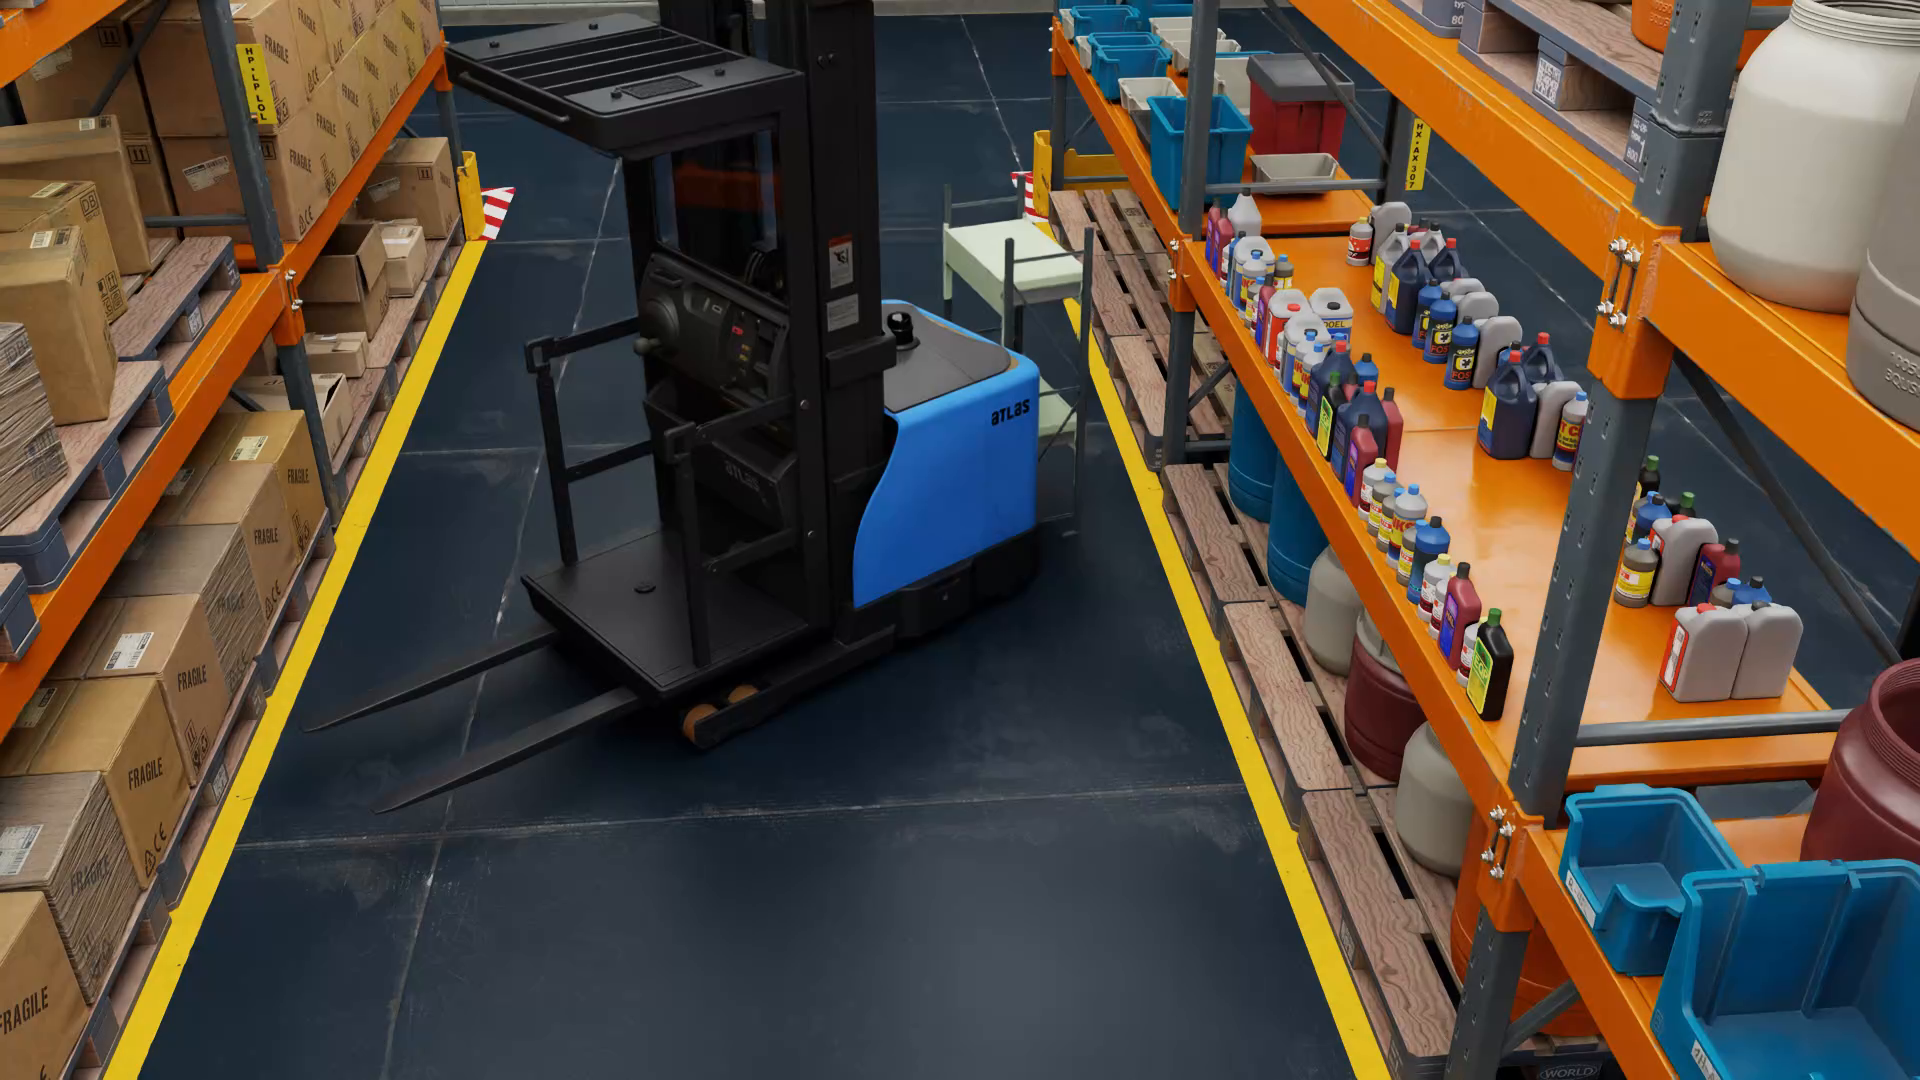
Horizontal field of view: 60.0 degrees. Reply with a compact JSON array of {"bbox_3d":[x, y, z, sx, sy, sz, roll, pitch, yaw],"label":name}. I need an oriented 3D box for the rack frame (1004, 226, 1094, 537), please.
[{"bbox_3d":[0.377,-0.644,7.365,0.400,1.500,0.023,-11,33,-18],"label":"rack frame"}]

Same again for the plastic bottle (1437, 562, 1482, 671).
[{"bbox_3d":[1.383,0.208,4.590,0.061,0.283,0.133,-3,31,-5],"label":"plastic bottle"}]

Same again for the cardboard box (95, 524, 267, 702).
[{"bbox_3d":[-3.023,0.287,6.354,0.500,0.500,0.500,-2,31,-4],"label":"cardboard box"}]

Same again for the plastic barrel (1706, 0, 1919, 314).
[{"bbox_3d":[1.591,-0.700,2.963,0.421,0.512,0.421,0,31,0],"label":"plastic barrel"}]

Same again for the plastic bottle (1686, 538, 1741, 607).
[{"bbox_3d":[2.163,0.106,4.761,0.061,0.283,0.133,-3,31,-5],"label":"plastic bottle"}]

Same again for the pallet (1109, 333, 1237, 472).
[{"bbox_3d":[1.386,-0.756,8.811,1.003,0.211,1.213,-3,31,-5],"label":"pallet"}]

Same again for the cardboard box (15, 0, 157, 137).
[{"bbox_3d":[-3.744,-2.063,7.205,0.500,0.500,0.500,-3,31,-4],"label":"cardboard box"}]

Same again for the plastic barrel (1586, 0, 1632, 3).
[{"bbox_3d":[1.621,-1.487,4.114,0.301,0.262,0.301,0,31,0],"label":"plastic barrel"}]

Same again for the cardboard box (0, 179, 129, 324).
[{"bbox_3d":[-3.490,-0.967,5.937,0.700,0.500,0.500,2,31,3],"label":"cardboard box"}]

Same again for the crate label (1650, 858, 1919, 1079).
[{"bbox_3d":[1.691,0.967,3.171,0.502,0.435,0.616,-3,31,-5],"label":"crate label"}]

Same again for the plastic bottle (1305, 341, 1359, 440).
[{"bbox_3d":[1.295,-0.532,5.764,0.144,0.351,0.185,-3,31,-5],"label":"plastic bottle"}]

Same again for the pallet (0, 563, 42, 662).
[{"bbox_3d":[-3.198,0.437,4.280,1.213,0.211,1.003,-3,31,-5],"label":"pallet"}]

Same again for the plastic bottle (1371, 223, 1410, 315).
[{"bbox_3d":[1.762,-1.098,6.712,0.144,0.351,0.185,-3,31,-5],"label":"plastic bottle"}]

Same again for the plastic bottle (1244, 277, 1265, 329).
[{"bbox_3d":[1.184,-0.943,6.598,0.097,0.201,0.097,0,31,0],"label":"plastic bottle"}]

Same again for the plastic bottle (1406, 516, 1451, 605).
[{"bbox_3d":[1.372,0.054,4.859,0.097,0.271,0.097,0,31,0],"label":"plastic bottle"}]

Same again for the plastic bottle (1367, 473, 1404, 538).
[{"bbox_3d":[1.336,-0.114,5.210,0.097,0.201,0.097,0,31,0],"label":"plastic bottle"}]

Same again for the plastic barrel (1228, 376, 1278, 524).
[{"bbox_3d":[1.527,-0.581,7.434,0.600,0.901,0.708,-3,31,-5],"label":"plastic barrel"}]

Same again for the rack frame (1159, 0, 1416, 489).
[{"bbox_3d":[1.494,-1.580,7.470,1.000,3.000,0.127,-3,31,-5],"label":"rack frame"}]

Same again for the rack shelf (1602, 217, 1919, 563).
[{"bbox_3d":[2.054,0.504,1.757,1.077,0.370,4.000,-3,31,-5],"label":"rack shelf"}]

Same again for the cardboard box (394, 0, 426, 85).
[{"bbox_3d":[-3.447,-2.949,9.665,0.500,0.500,0.500,-2,31,-4],"label":"cardboard box"}]

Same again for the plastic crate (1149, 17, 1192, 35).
[{"bbox_3d":[1.376,-3.127,10.259,0.396,0.136,0.243,-3,31,-5],"label":"plastic crate"}]

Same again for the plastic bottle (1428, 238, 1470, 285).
[{"bbox_3d":[1.922,-1.011,6.565,0.144,0.351,0.185,-3,31,-5],"label":"plastic bottle"}]

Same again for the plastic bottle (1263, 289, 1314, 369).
[{"bbox_3d":[1.244,-0.800,6.284,0.152,0.276,0.135,-3,31,-5],"label":"plastic bottle"}]

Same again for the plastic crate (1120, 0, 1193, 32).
[{"bbox_3d":[1.337,-3.501,10.594,0.616,0.435,0.499,-3,31,-5],"label":"plastic crate"}]

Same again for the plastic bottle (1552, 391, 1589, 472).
[{"bbox_3d":[2.057,-0.369,5.568,0.097,0.271,0.097,0,31,0],"label":"plastic bottle"}]

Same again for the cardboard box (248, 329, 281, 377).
[{"bbox_3d":[-3.844,-1.039,8.758,0.500,0.311,0.500,-3,31,-5],"label":"cardboard box"}]

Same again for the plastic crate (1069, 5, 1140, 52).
[{"bbox_3d":[0.877,-3.098,10.117,0.416,0.233,0.300,-3,31,-5],"label":"plastic crate"}]

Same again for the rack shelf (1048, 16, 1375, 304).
[{"bbox_3d":[1.307,-2.292,9.364,1.077,0.370,4.000,-3,31,-5],"label":"rack shelf"}]

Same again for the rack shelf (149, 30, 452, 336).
[{"bbox_3d":[-3.625,-2.057,8.970,1.077,0.370,4.000,-3,31,-5],"label":"rack shelf"}]

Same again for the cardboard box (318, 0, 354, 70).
[{"bbox_3d":[-3.299,-2.597,8.100,0.500,0.500,0.500,-4,31,-6],"label":"cardboard box"}]

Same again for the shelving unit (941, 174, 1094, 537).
[{"bbox_3d":[0.244,-0.819,7.658,0.431,1.500,0.755,-11,33,-18],"label":"shelving unit"}]

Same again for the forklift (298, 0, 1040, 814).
[{"bbox_3d":[-1.095,-0.761,6.166,3.031,2.935,1.130,-24,38,-34],"label":"forklift"}]

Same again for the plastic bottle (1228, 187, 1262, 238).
[{"bbox_3d":[1.207,-1.343,7.121,0.144,0.351,0.185,-3,31,-5],"label":"plastic bottle"}]

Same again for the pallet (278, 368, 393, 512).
[{"bbox_3d":[-3.502,-0.498,8.378,1.003,0.211,1.213,-3,31,-5],"label":"pallet"}]

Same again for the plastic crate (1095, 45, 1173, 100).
[{"bbox_3d":[0.966,-2.609,9.297,0.416,0.233,0.300,-3,31,-5],"label":"plastic crate"}]

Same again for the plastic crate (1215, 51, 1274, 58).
[{"bbox_3d":[1.567,-2.540,9.182,0.416,0.233,0.300,-3,31,-5],"label":"plastic crate"}]

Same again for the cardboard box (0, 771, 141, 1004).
[{"bbox_3d":[-2.877,1.069,5.044,0.500,0.500,0.500,-4,31,-6],"label":"cardboard box"}]

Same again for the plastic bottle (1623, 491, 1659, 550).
[{"bbox_3d":[2.109,-0.054,5.109,0.097,0.201,0.097,0,31,0],"label":"plastic bottle"}]

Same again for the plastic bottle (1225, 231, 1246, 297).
[{"bbox_3d":[1.154,-1.141,6.861,0.097,0.271,0.097,0,31,0],"label":"plastic bottle"}]

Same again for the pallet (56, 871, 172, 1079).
[{"bbox_3d":[-3.097,1.512,5.013,1.003,0.211,1.213,-3,31,-5],"label":"pallet"}]

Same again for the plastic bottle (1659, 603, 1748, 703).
[{"bbox_3d":[1.997,0.286,4.467,0.152,0.276,0.135,-3,31,-5],"label":"plastic bottle"}]

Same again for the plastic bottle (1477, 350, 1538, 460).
[{"bbox_3d":[1.869,-0.467,5.655,0.144,0.351,0.185,-3,31,-5],"label":"plastic bottle"}]

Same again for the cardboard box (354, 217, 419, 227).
[{"bbox_3d":[-3.568,-1.882,10.310,0.380,0.166,0.250,-3,31,-5],"label":"cardboard box"}]

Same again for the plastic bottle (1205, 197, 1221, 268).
[{"bbox_3d":[1.103,-1.322,7.152,0.061,0.283,0.133,-3,31,-5],"label":"plastic bottle"}]

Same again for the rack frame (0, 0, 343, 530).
[{"bbox_3d":[-3.439,-1.345,7.076,1.000,3.000,0.127,-3,31,-5],"label":"rack frame"}]

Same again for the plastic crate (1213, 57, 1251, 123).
[{"bbox_3d":[1.534,-2.343,8.805,0.437,0.282,0.530,-3,31,-5],"label":"plastic crate"}]

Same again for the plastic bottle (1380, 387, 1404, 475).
[{"bbox_3d":[1.424,-0.359,5.539,0.061,0.283,0.133,-3,31,-5],"label":"plastic bottle"}]

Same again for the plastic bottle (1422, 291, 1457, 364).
[{"bbox_3d":[1.824,-0.811,6.308,0.097,0.271,0.097,0,31,0],"label":"plastic bottle"}]

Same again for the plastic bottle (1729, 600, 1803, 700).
[{"bbox_3d":[2.149,0.279,4.479,0.152,0.276,0.135,-3,31,-5],"label":"plastic bottle"}]

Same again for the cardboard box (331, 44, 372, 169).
[{"bbox_3d":[-3.310,-2.178,8.373,0.500,0.500,0.500,-3,31,-5],"label":"cardboard box"}]

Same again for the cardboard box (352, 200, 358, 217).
[{"bbox_3d":[-4.115,-2.122,10.728,0.380,0.149,0.250,-3,31,-5],"label":"cardboard box"}]

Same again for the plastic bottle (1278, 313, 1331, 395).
[{"bbox_3d":[1.266,-0.681,6.086,0.152,0.276,0.135,-3,31,-5],"label":"plastic bottle"}]

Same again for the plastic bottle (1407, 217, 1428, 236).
[{"bbox_3d":[1.919,-1.228,6.995,0.061,0.283,0.133,-3,31,-5],"label":"plastic bottle"}]

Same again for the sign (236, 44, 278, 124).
[{"bbox_3d":[-2.886,-1.870,6.827,0.100,0.325,0.005,-3,31,-5],"label":"sign"}]

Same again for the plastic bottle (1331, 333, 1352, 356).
[{"bbox_3d":[1.388,-0.665,6.131,0.097,0.201,0.097,0,31,0],"label":"plastic bottle"}]

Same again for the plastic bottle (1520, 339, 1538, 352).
[{"bbox_3d":[2.035,-0.597,5.938,0.061,0.283,0.133,-3,31,-5],"label":"plastic bottle"}]

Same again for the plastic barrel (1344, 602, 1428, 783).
[{"bbox_3d":[1.699,0.492,5.944,0.600,0.588,0.708,-3,31,-5],"label":"plastic barrel"}]

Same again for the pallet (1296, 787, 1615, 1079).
[{"bbox_3d":[1.752,1.259,5.437,1.003,0.211,1.213,-3,31,-5],"label":"pallet"}]

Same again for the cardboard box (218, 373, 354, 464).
[{"bbox_3d":[-3.262,-0.604,8.029,0.500,0.311,0.500,-3,31,-5],"label":"cardboard box"}]
